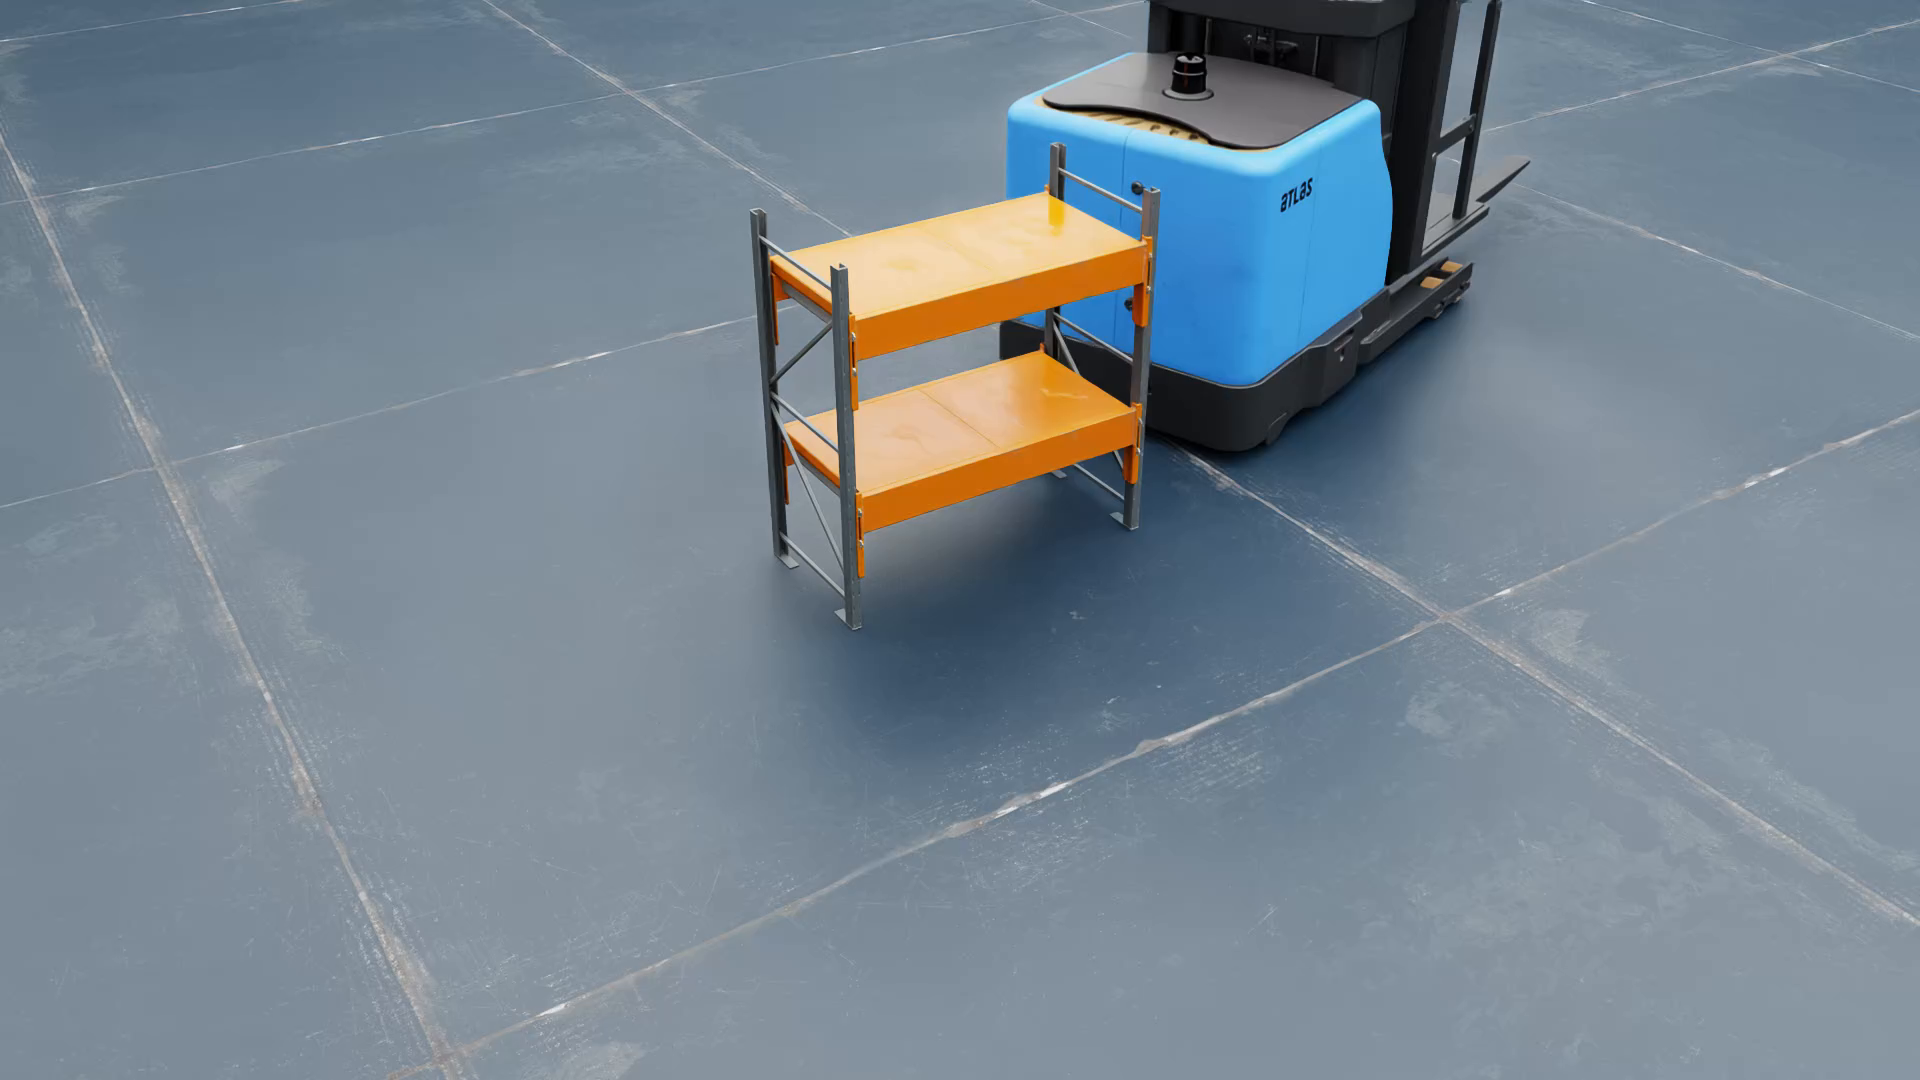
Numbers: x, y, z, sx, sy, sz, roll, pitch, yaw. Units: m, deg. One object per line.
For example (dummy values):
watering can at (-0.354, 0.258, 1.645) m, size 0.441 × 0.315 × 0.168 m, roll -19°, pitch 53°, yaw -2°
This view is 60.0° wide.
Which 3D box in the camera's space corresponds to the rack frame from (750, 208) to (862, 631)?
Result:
rack frame at (-0.433, -0.327, 4.714) m, size 0.032 × 1.125 × 0.500 m, roll -19°, pitch 37°, yaw -27°

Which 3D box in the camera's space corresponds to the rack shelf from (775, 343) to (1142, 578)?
rack shelf at (-0.006, -0.267, 5.077) m, size 1.000 × 0.278 × 0.538 m, roll -19°, pitch 37°, yaw -27°

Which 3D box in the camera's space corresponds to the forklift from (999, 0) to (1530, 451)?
forklift at (1.431, -2.266, 6.094) m, size 1.130 × 2.935 × 3.031 m, roll 22°, pitch 38°, yaw 31°

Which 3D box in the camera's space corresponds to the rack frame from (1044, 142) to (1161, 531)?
rack frame at (0.422, -0.621, 5.180) m, size 0.032 × 1.125 × 0.500 m, roll -19°, pitch 37°, yaw -27°

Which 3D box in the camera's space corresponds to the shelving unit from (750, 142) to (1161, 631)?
shelving unit at (-0.006, -0.474, 4.947) m, size 1.048 × 1.125 × 0.538 m, roll -19°, pitch 37°, yaw -27°

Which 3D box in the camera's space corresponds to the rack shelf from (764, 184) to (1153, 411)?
rack shelf at (-0.006, -0.721, 4.791) m, size 1.000 × 0.278 × 0.538 m, roll -19°, pitch 37°, yaw -27°
